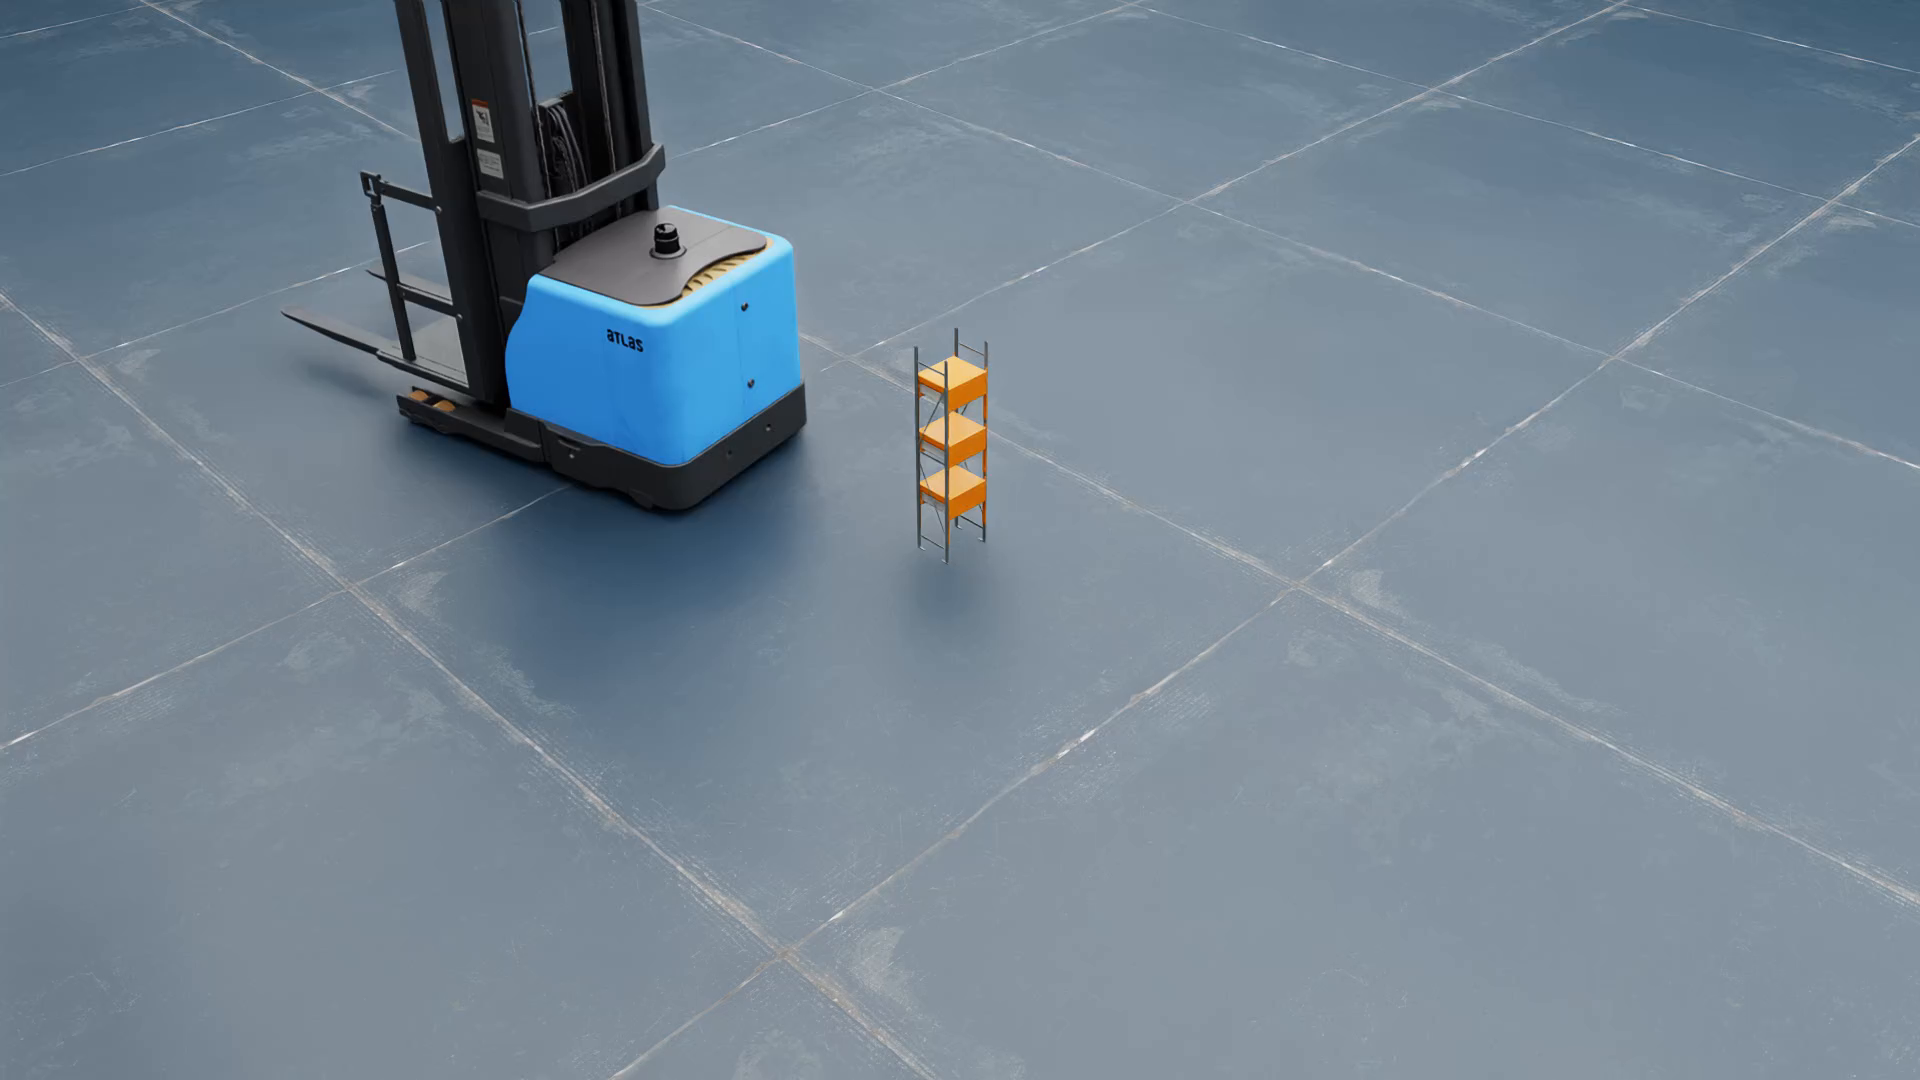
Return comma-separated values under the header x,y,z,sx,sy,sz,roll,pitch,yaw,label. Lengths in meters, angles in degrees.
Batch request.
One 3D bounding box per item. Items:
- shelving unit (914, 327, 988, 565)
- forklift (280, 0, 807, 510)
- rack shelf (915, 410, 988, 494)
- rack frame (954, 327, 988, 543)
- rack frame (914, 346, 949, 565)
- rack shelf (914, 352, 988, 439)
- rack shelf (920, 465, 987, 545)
x,y,z,sx,sy,sz,roll,pitch,yaw,label
-0.038,-0.409,7.419,0.215,1.050,0.252,30,45,35,shelving unit
-2.300,-1.981,8.028,3.031,2.935,1.130,20,40,26,forklift
-0.038,-0.400,7.425,0.215,0.259,0.240,30,45,35,rack shelf
0.048,-0.458,7.490,0.200,1.050,0.008,30,45,35,rack frame
-0.124,-0.359,7.348,0.200,1.050,0.008,30,45,35,rack frame
-0.038,-0.633,7.262,0.215,0.259,0.240,30,45,35,rack shelf
-0.038,-0.172,7.584,0.215,0.259,0.240,30,45,35,rack shelf
